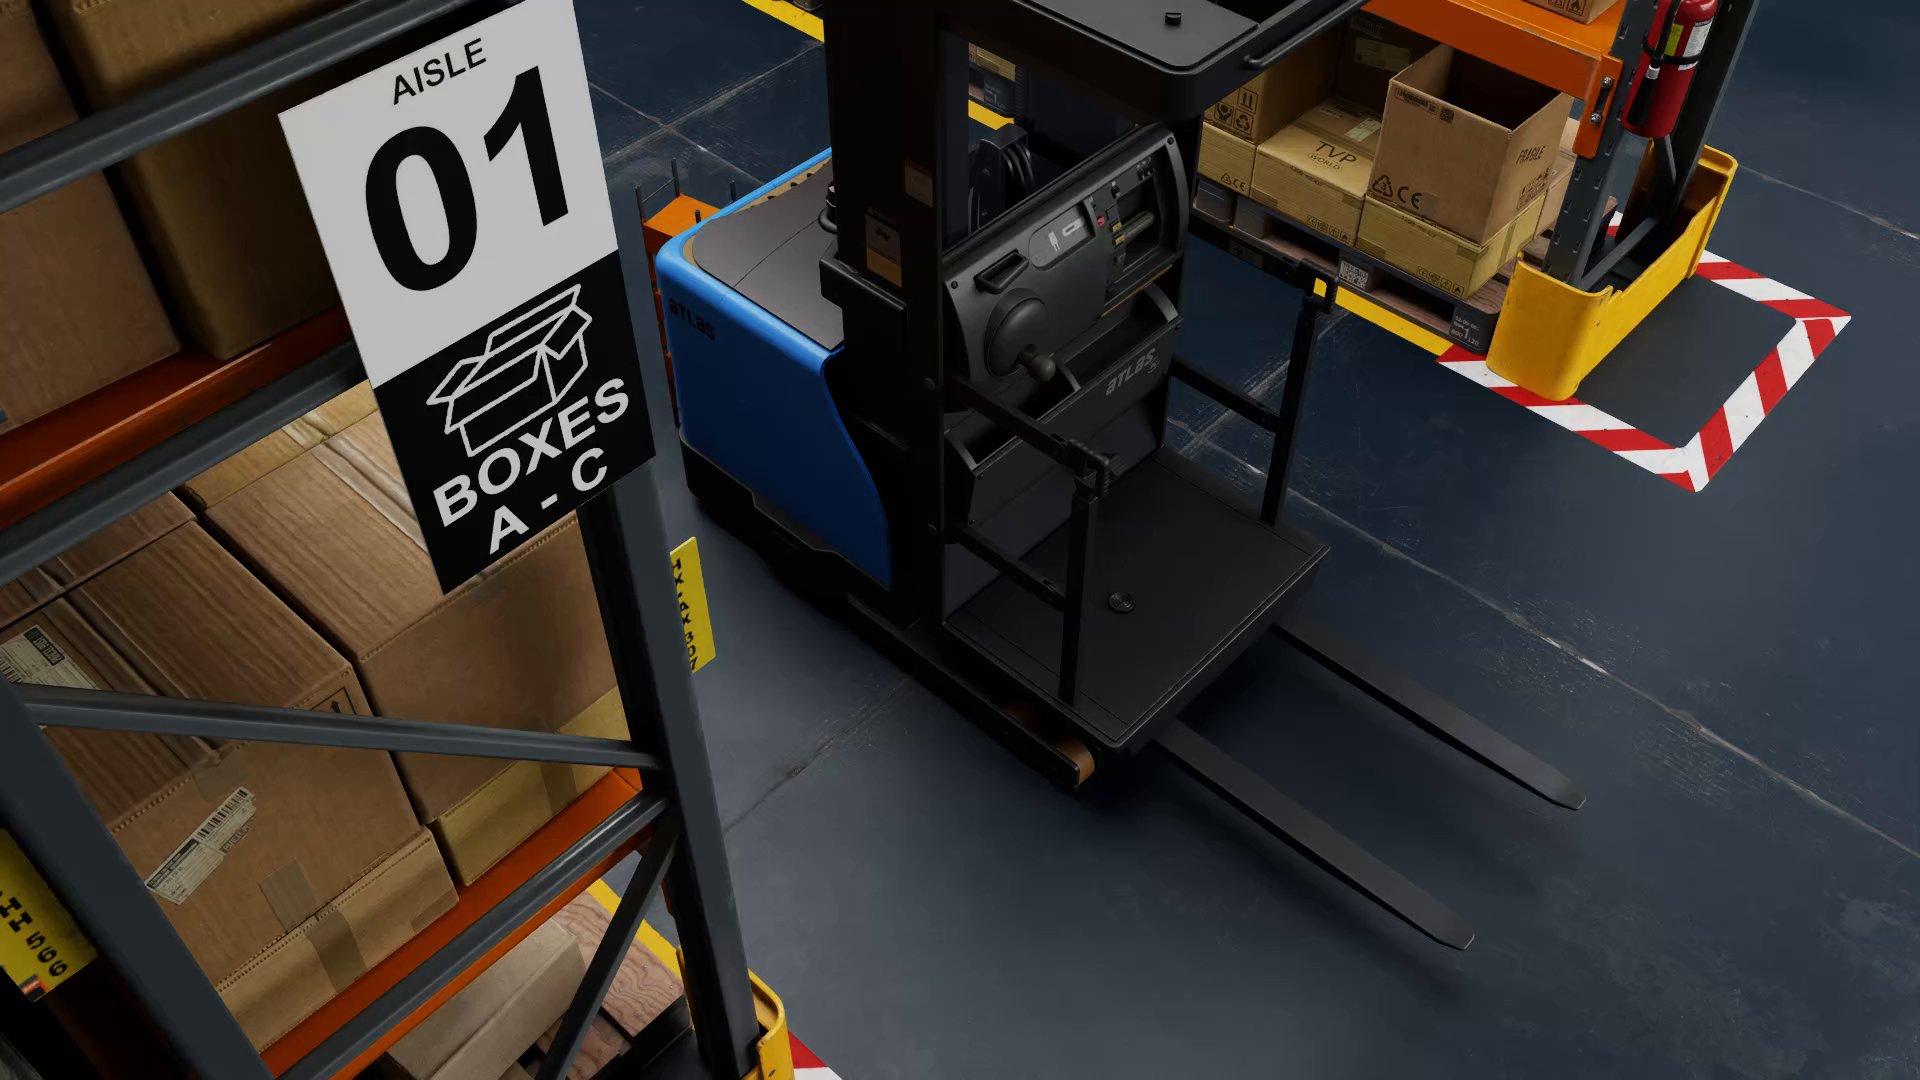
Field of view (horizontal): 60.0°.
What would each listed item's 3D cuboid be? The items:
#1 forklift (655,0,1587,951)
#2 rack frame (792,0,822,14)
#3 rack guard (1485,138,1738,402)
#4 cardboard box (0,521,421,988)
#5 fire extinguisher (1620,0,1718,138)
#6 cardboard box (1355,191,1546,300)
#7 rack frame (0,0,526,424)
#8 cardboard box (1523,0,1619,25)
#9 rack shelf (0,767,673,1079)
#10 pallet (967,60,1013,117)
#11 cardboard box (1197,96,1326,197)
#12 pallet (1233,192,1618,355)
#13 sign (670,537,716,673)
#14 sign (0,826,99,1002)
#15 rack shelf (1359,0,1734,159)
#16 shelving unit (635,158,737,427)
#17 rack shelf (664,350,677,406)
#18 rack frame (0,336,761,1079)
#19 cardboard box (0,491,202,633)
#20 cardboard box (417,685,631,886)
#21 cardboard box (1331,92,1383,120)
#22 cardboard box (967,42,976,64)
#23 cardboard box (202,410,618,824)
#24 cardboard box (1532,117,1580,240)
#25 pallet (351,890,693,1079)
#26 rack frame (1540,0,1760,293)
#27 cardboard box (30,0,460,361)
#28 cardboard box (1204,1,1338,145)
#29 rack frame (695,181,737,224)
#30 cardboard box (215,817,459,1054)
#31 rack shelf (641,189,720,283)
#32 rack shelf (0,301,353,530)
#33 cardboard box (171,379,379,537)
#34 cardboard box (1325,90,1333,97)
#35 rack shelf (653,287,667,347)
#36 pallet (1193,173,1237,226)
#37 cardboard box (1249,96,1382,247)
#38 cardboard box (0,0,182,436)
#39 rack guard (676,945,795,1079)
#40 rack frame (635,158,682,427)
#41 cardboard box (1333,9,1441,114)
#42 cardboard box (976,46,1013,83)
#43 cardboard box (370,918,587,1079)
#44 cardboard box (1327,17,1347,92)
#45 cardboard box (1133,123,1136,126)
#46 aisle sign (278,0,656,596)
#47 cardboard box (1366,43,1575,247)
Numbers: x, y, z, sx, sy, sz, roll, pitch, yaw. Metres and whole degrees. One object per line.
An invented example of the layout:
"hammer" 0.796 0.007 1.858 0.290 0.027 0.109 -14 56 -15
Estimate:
"forklift" 0.460 -0.690 4.387 3.031 2.935 1.130 34 56 28
"rack frame" -0.444 -3.914 7.368 0.127 3.000 1.000 34 55 28
"rack guard" 2.513 -1.069 6.411 0.348 0.500 1.175 34 55 28
"cardboard box" -1.352 0.388 2.903 0.500 0.500 0.500 33 55 27
"fire extinguisher" 2.268 -1.603 5.250 0.183 0.674 0.296 34 55 28
"cardboard box" 1.901 -1.246 6.460 0.500 0.250 0.500 34 55 28
"rack frame" -0.861 -1.334 0.830 0.127 3.000 1.000 34 55 28
"cardboard box" 2.161 -2.208 5.697 0.500 0.500 0.700 34 55 28
"rack shelf" -2.331 -0.024 4.208 4.000 0.370 1.077 34 55 28
"pallet" 0.112 -2.544 7.994 1.213 0.211 1.003 34 55 28
"cardboard box" 1.157 -1.733 6.918 0.500 0.250 0.500 34 55 28
"pallet" 1.905 -1.338 6.861 1.213 0.211 1.003 34 55 28
"sign" -0.493 0.132 2.975 0.005 0.325 0.100 34 55 28
"sign" -1.252 0.502 2.210 0.005 0.325 0.100 34 55 28
"rack shelf" 1.026 -2.679 6.701 4.000 0.370 1.077 34 55 28
"shelving unit" -0.892 -0.794 5.775 0.252 1.050 0.215 24 51 21
"rack shelf" -0.892 -0.596 5.985 0.240 0.259 0.215 24 51 21
"rack frame" -0.861 0.719 3.017 0.127 3.000 1.000 34 55 28
"cardboard box" -1.715 0.134 3.142 0.500 0.500 0.500 35 56 28
"cardboard box" -1.004 0.352 3.451 0.500 0.250 0.500 32 55 27
"cardboard box" 1.883 -1.769 6.951 0.500 0.250 0.500 34 55 28
"cardboard box" 0.056 -2.475 7.615 0.500 0.250 0.500 34 55 28
"cardboard box" -1.008 0.110 3.164 0.500 0.500 0.500 34 55 28
"cardboard box" 2.253 -1.523 6.721 0.500 0.250 0.500 34 55 28
"pallet" -1.490 1.215 4.464 1.213 0.211 1.003 34 55 28
"rack frame" 2.496 -1.937 5.511 0.127 3.000 1.000 34 55 28
"cardboard box" -0.937 -0.648 2.161 0.500 0.500 0.500 35 56 29
"cardboard box" 1.155 -1.988 6.643 0.500 0.500 0.500 34 55 28
"rack frame" -0.789 -0.747 5.731 0.008 1.050 0.200 24 51 21
"cardboard box" -1.336 0.636 3.184 0.500 0.250 0.500 35 56 28
"rack shelf" -0.892 -0.981 5.576 0.240 0.259 0.215 24 51 21
"rack shelf" -2.331 -1.050 3.115 4.000 0.370 1.077 34 55 28
"cardboard box" -1.365 -0.140 3.399 0.500 0.500 0.500 34 55 28
"cardboard box" 1.516 -2.016 7.184 0.500 0.250 0.500 34 55 28
"rack shelf" -0.892 -0.786 5.783 0.240 0.259 0.215 24 51 21
"pallet" 1.013 -1.941 7.428 1.213 0.211 1.003 34 55 28
"cardboard box" 1.526 -1.487 6.686 0.500 0.250 0.500 34 55 28
"cardboard box" -1.340 -0.419 1.946 0.500 0.500 0.500 -34 56 -28
"rack guard" -0.917 1.537 3.964 0.348 0.500 1.175 34 55 28
"rack frame" -0.996 -0.841 5.819 0.008 1.050 0.200 24 51 21
"cardboard box" 1.884 -2.026 6.679 0.500 0.500 0.500 34 55 28
"cardboard box" 0.419 -2.225 7.380 0.500 0.250 0.500 34 55 28
"cardboard box" -1.309 1.099 4.204 0.500 0.311 0.500 28 53 24
"cardboard box" 1.508 -2.267 6.904 0.500 0.500 0.500 34 55 28
"cardboard box" 0.791 -1.981 7.151 0.500 0.250 0.500 34 55 28
"aisle sign" -0.605 -0.296 2.187 0.004 0.787 0.394 34 55 28
"cardboard box" 1.900 -1.502 6.186 0.500 0.500 0.500 34 55 28
